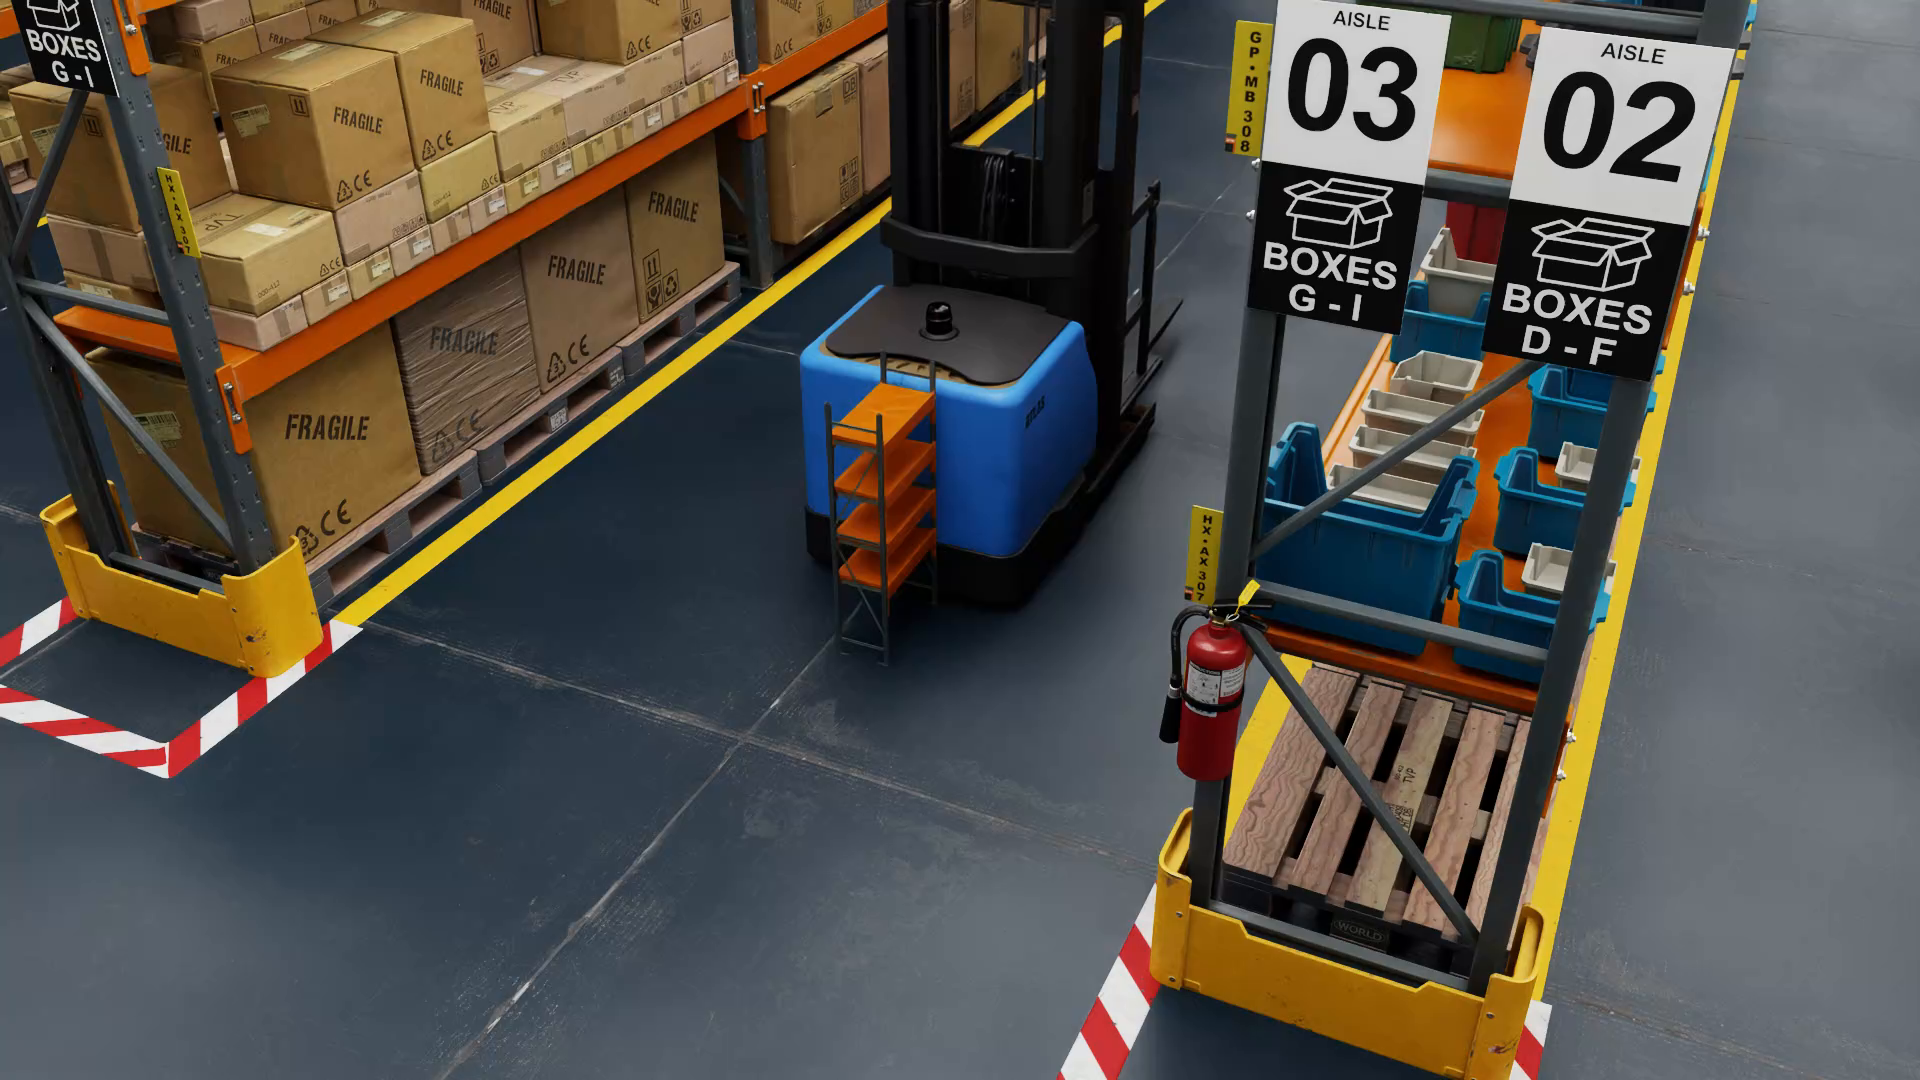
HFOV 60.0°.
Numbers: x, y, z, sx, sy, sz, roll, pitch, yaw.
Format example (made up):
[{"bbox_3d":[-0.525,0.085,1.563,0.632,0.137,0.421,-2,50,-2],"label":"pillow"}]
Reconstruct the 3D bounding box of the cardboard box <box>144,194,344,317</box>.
[{"bbox_3d":[-2.840,-1.140,6.618,0.500,0.250,0.500,13,36,19],"label":"cardboard box"}]

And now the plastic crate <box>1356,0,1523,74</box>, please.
[{"bbox_3d":[1.366,-1.487,4.740,0.450,0.188,0.336,14,36,20],"label":"plastic crate"}]

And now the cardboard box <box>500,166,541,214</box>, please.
[{"bbox_3d":[-2.196,-1.663,7.780,0.380,0.149,0.250,13,36,19],"label":"cardboard box"}]

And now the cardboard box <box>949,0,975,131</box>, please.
[{"bbox_3d":[-0.627,-3.391,11.741,1.225,0.875,0.875,14,36,21],"label":"cardboard box"}]

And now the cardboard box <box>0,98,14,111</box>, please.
[{"bbox_3d":[-6.157,-2.815,10.981,0.380,0.149,0.250,14,36,20],"label":"cardboard box"}]

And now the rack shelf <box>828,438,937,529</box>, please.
[{"bbox_3d":[-0.308,-0.251,6.754,0.258,0.148,0.480,13,36,20],"label":"rack shelf"}]

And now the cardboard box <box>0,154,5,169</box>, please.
[{"bbox_3d":[-6.399,-2.450,10.697,0.380,0.149,0.250,15,36,22],"label":"cardboard box"}]

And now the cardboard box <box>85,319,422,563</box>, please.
[{"bbox_3d":[-3.091,-0.525,7.370,0.875,0.875,0.875,14,36,20],"label":"cardboard box"}]

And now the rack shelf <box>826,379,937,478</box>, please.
[{"bbox_3d":[-0.308,-0.449,6.624,0.258,0.148,0.480,13,36,20],"label":"rack shelf"}]

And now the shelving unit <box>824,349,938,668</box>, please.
[{"bbox_3d":[-0.308,-0.121,6.840,0.258,1.200,0.503,13,36,20],"label":"shelving unit"}]

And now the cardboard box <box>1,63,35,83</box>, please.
[{"bbox_3d":[-6.408,-3.189,11.553,0.380,0.149,0.250,16,36,22],"label":"cardboard box"}]

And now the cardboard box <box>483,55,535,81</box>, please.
[{"bbox_3d":[-2.471,-2.275,8.349,0.500,0.250,0.500,15,36,22],"label":"cardboard box"}]

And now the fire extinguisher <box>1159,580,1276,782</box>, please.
[{"bbox_3d":[0.736,0.395,4.823,0.296,0.674,0.183,14,36,20],"label":"fire extinguisher"}]

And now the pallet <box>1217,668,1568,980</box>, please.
[{"bbox_3d":[1.593,1.000,6.033,1.003,0.211,1.213,14,36,20],"label":"pallet"}]

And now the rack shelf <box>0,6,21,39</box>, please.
[{"bbox_3d":[-6.912,-2.784,9.917,1.077,0.370,4.000,14,36,20],"label":"rack shelf"}]

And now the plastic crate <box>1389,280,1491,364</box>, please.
[{"bbox_3d":[1.839,-0.801,6.334,0.416,0.233,0.300,14,36,20],"label":"plastic crate"}]

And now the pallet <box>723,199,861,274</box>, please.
[{"bbox_3d":[-1.358,-2.128,10.804,1.003,0.211,1.213,14,36,20],"label":"pallet"}]

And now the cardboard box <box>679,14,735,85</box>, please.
[{"bbox_3d":[-1.559,-2.675,8.959,0.500,0.250,0.500,14,36,20],"label":"cardboard box"}]

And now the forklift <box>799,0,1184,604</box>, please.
[{"bbox_3d":[0.358,-1.746,7.740,1.130,2.935,3.031,13,36,20],"label":"forklift"}]

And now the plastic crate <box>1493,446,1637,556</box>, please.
[{"bbox_3d":[1.890,-0.095,5.257,0.416,0.233,0.300,14,36,20],"label":"plastic crate"}]

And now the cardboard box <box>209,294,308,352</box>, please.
[{"bbox_3d":[-2.838,-0.897,6.611,0.380,0.149,0.250,15,36,21],"label":"cardboard box"}]

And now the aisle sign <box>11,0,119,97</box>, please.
[{"bbox_3d":[-3.044,-1.883,5.516,0.394,0.787,0.004,14,36,20],"label":"aisle sign"}]

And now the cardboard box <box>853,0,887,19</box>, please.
[{"bbox_3d":[-0.774,-3.606,10.423,0.500,0.500,0.500,13,36,19],"label":"cardboard box"}]

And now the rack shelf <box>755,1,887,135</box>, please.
[{"bbox_3d":[-0.776,-3.588,11.143,1.077,0.370,4.000,14,36,20],"label":"rack shelf"}]

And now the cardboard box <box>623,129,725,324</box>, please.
[{"bbox_3d":[-1.962,-1.870,9.421,0.875,0.875,0.875,14,36,20],"label":"cardboard box"}]

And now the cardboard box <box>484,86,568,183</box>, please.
[{"bbox_3d":[-2.202,-1.911,7.794,0.500,0.250,0.500,13,36,20],"label":"cardboard box"}]

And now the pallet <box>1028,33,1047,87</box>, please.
[{"bbox_3d":[0.389,-4.108,13.822,1.003,0.211,1.213,14,36,20],"label":"pallet"}]

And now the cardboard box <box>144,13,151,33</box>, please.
[{"bbox_3d":[-5.994,-3.954,12.257,0.500,0.250,0.500,13,36,19],"label":"cardboard box"}]

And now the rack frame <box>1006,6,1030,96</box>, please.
[{"bbox_3d":[0.061,-4.885,12.465,1.000,3.000,0.127,14,36,20],"label":"rack frame"}]

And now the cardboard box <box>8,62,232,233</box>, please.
[{"bbox_3d":[-3.321,-1.579,6.604,0.500,0.500,0.500,15,36,21],"label":"cardboard box"}]

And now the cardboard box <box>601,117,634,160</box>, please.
[{"bbox_3d":[-1.873,-2.048,8.367,0.380,0.149,0.250,15,36,21],"label":"cardboard box"}]

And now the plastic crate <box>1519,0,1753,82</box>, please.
[{"bbox_3d":[1.627,-1.092,4.064,0.497,0.269,0.590,14,36,20],"label":"plastic crate"}]

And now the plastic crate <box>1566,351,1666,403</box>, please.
[{"bbox_3d":[2.291,-0.572,5.985,0.416,0.233,0.300,14,36,20],"label":"plastic crate"}]

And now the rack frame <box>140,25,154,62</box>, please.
[{"bbox_3d":[-6.076,-4.081,11.239,1.000,3.000,0.127,14,36,20],"label":"rack frame"}]

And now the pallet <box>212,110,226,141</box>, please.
[{"bbox_3d":[-5.751,-3.303,12.595,1.003,0.211,1.213,14,36,20],"label":"pallet"}]

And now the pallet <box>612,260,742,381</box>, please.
[{"bbox_3d":[-2.002,-1.366,9.641,1.003,0.211,1.213,14,36,20],"label":"pallet"}]

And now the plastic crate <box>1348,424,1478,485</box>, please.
[{"bbox_3d":[1.523,-0.268,5.609,0.396,0.136,0.243,14,36,20],"label":"plastic crate"}]

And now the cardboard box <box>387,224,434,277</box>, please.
[{"bbox_3d":[-2.517,-1.283,7.200,0.380,0.149,0.250,14,36,20],"label":"cardboard box"}]

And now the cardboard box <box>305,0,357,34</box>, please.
[{"bbox_3d":[-5.099,-4.047,13.082,0.500,0.500,0.500,15,36,21],"label":"cardboard box"}]

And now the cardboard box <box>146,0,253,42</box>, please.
[{"bbox_3d":[-5.526,-3.833,12.072,0.500,0.250,0.500,13,35,18],"label":"cardboard box"}]

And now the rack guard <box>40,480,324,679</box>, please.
[{"bbox_3d":[-3.296,0.156,7.055,1.175,0.500,0.348,14,36,20],"label":"rack guard"}]

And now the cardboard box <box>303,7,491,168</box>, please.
[{"bbox_3d":[-2.420,-1.962,7.188,0.500,0.500,0.500,13,35,19],"label":"cardboard box"}]

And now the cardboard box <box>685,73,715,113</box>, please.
[{"bbox_3d":[-1.551,-2.432,8.953,0.380,0.149,0.250,15,36,21],"label":"cardboard box"}]

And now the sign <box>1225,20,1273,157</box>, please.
[{"bbox_3d":[0.706,-1.093,4.042,0.100,0.325,0.005,14,36,20],"label":"sign"}]
